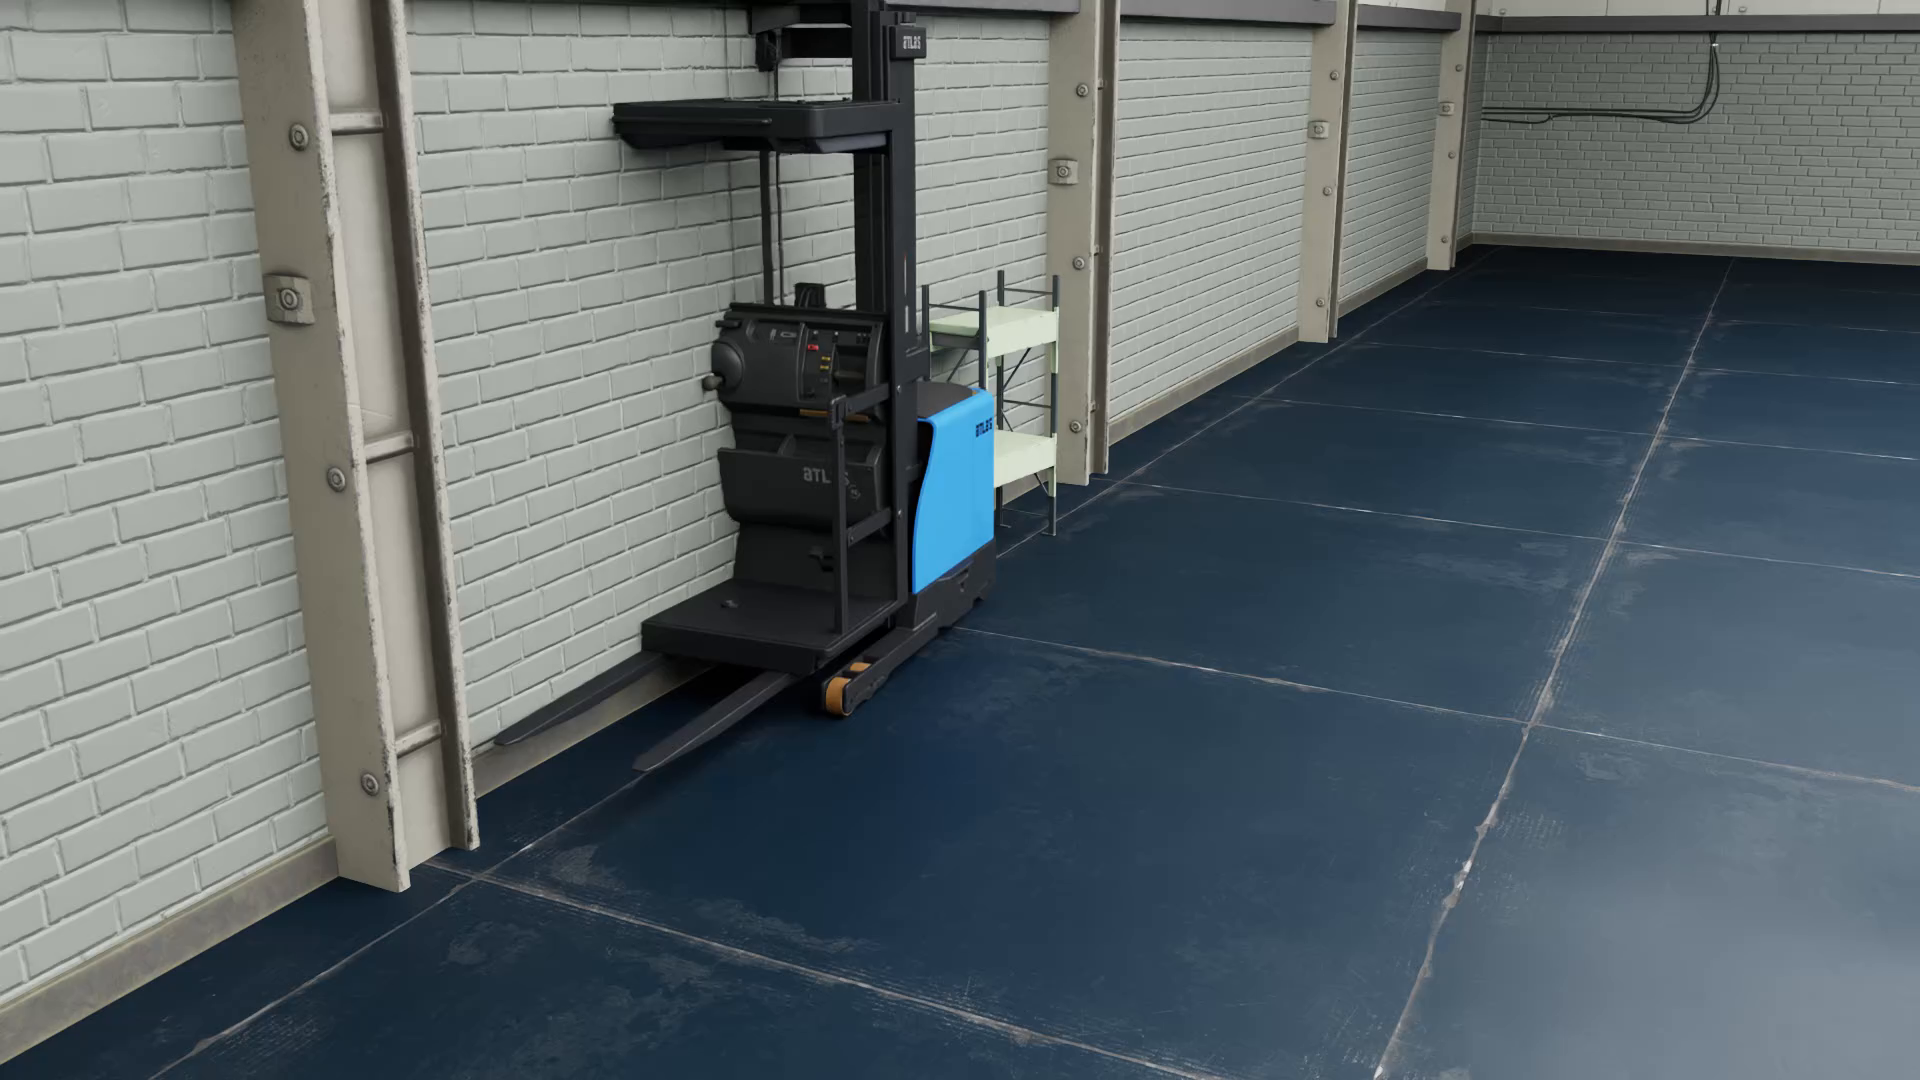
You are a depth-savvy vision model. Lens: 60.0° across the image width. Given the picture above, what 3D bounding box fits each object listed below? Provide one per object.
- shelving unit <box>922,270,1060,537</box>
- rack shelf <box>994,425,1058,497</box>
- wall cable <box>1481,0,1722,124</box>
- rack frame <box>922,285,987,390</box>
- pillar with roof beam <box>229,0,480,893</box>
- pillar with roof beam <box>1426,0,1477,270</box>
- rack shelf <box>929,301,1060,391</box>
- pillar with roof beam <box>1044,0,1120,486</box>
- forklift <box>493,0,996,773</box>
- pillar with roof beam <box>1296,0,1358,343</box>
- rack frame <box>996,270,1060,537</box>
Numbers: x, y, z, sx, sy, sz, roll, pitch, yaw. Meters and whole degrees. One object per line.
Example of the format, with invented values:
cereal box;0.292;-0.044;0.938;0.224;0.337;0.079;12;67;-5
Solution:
shelving unit;0.175;-0.688;9.205;0.431;1.500;0.755;11;20;33
rack shelf;0.175;-0.375;9.298;0.431;0.370;0.720;11;20;33
wall cable;8.620;-6.883;22.347;3.097;2.526;0.112;8;18;25
rack frame;-0.032;-0.602;8.916;0.400;1.500;0.023;11;20;33
pillar with roof beam;1.929;-2.657;2.665;9.100;9.000;0.400;8;18;25
pillar with roof beam;9.972;-7.242;18.101;9.100;9.000;0.400;8;18;25
rack shelf;0.175;-1.062;9.094;0.431;0.370;0.720;11;20;33
pillar with roof beam;4.610;-4.185;7.810;9.100;9.000;0.400;8;18;25
forklift;-0.850;-0.797;7.060;1.130;2.935;3.031;7;18;22
pillar with roof beam;7.291;-5.713;12.956;9.100;9.000;0.400;8;18;25
rack frame;0.382;-0.774;9.495;0.400;1.500;0.023;11;20;33
